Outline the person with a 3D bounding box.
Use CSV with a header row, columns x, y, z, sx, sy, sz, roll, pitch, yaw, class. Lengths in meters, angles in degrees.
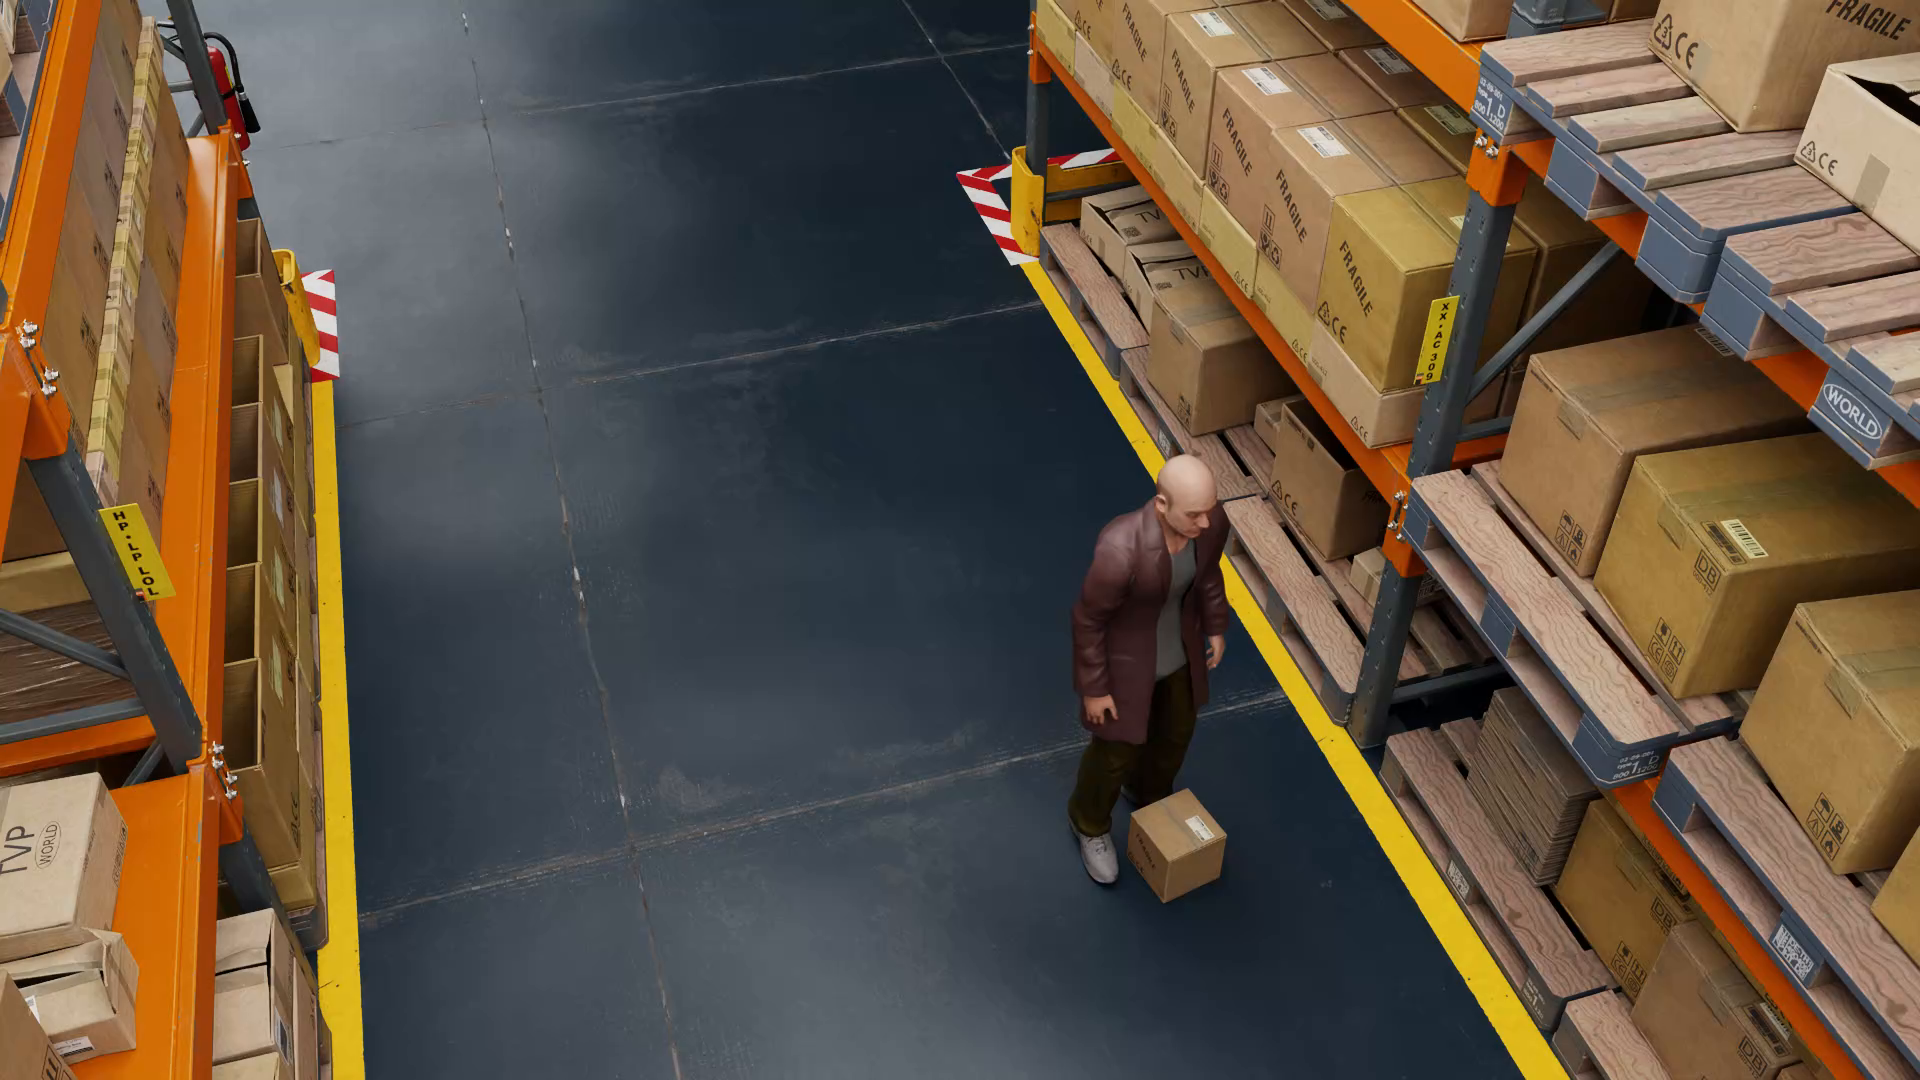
x,y,z,sx,sy,sz,roll,pitch,yaw,class
0.656,0.402,5.720,0.655,1.774,0.415,-24,47,-24,person
